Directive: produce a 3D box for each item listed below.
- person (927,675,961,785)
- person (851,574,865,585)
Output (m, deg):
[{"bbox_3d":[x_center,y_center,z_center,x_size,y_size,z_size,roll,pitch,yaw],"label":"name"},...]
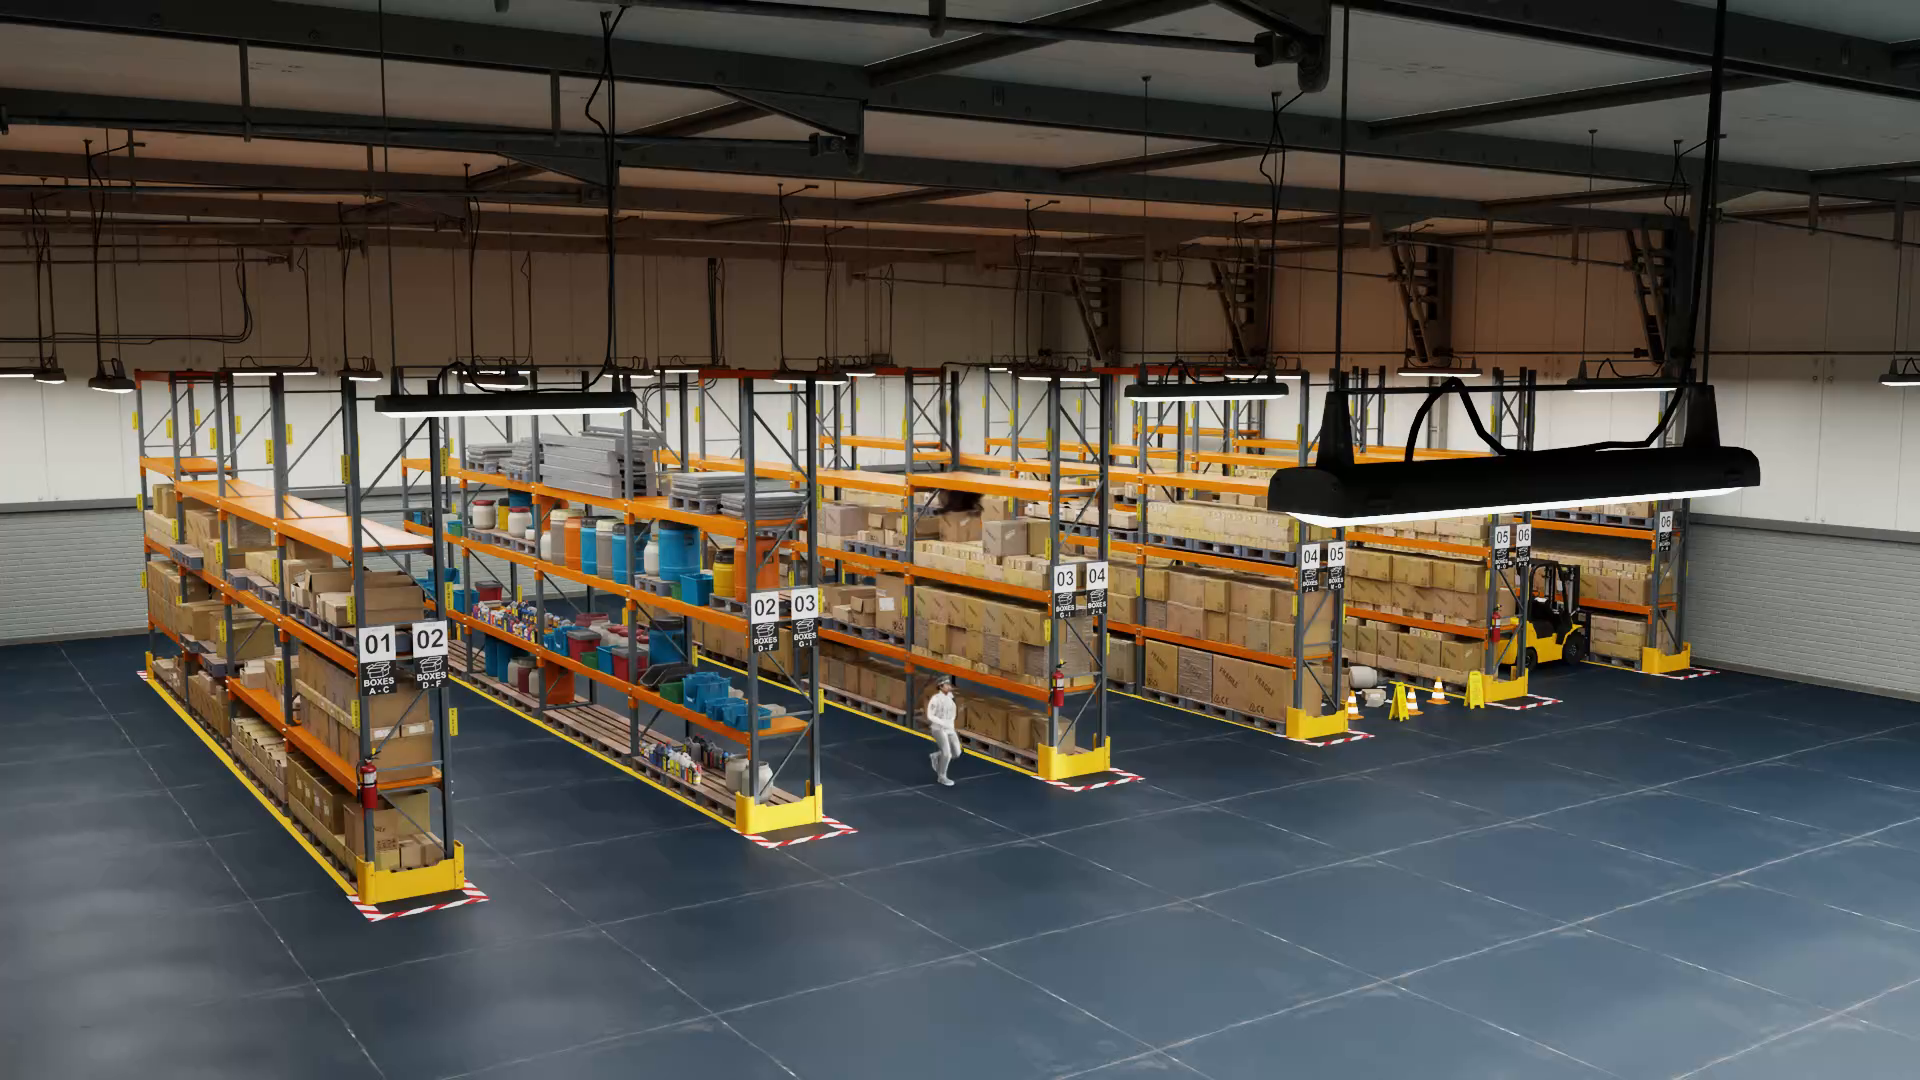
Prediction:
[{"bbox_3d":[-0.260,2.777,24.381,0.565,1.644,0.572,5,8,38],"label":"person"},{"bbox_3d":[-2.598,0.784,41.947,0.826,1.636,0.665,0,6,4],"label":"person"}]
